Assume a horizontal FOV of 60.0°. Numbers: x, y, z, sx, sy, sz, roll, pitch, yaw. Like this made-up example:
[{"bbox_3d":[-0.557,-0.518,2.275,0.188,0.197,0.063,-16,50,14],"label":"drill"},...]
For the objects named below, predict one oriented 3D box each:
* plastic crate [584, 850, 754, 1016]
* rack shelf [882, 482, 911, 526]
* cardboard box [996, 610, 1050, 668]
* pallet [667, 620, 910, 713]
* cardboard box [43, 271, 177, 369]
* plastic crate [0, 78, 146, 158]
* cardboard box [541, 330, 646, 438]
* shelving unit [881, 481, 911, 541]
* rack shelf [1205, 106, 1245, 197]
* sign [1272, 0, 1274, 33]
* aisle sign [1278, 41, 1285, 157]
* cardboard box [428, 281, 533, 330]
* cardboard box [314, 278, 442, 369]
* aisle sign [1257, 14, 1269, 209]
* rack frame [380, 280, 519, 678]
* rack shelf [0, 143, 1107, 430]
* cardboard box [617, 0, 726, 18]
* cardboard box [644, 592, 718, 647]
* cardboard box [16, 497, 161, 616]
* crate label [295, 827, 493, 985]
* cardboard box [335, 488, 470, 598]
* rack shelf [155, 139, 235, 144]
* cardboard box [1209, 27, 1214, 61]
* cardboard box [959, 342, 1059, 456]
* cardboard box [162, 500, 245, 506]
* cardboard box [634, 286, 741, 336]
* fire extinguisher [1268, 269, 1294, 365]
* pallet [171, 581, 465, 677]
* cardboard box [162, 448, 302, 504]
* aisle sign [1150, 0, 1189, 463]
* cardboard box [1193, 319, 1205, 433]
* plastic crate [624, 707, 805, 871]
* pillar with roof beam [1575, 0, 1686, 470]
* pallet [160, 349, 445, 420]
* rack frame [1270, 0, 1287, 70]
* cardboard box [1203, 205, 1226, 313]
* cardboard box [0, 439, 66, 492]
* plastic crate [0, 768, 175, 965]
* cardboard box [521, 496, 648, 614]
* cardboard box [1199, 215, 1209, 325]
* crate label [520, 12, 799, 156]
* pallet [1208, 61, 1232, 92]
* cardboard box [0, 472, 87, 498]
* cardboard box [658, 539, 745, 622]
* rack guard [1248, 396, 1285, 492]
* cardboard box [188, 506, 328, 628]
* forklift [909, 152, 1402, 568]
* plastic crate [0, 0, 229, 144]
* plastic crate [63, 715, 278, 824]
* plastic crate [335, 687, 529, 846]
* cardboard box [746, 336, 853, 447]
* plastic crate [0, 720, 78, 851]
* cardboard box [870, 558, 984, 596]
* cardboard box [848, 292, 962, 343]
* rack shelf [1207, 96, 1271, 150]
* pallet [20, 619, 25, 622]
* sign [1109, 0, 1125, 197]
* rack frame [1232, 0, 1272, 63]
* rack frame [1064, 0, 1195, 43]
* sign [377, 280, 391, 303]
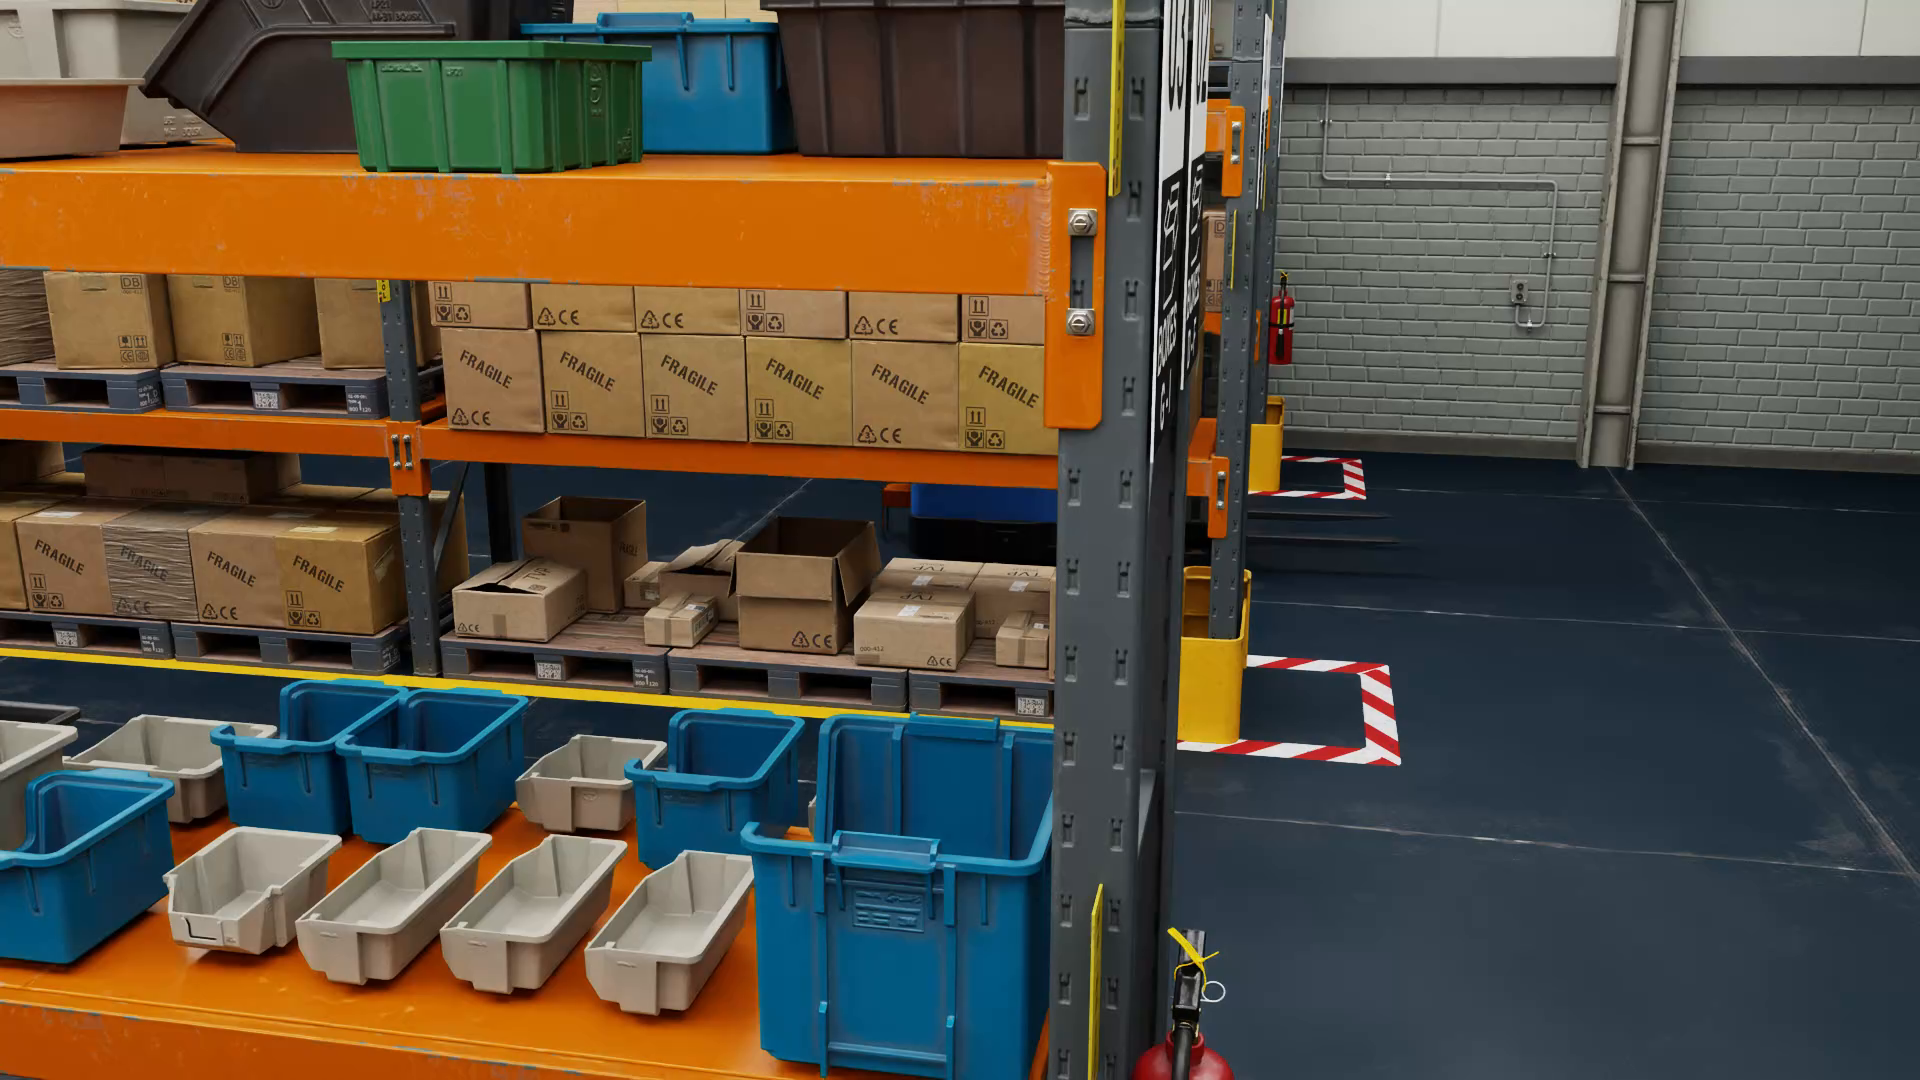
[{"bbox_3d":[-0.534,0.733,3.109,0.243,0.136,0.396,3,16,11],"label":"plastic crate"},{"bbox_3d":[-0.374,-0.241,10.976,0.240,0.259,0.215,2,16,8],"label":"rack shelf"},{"bbox_3d":[0.331,0.479,8.127,0.250,0.166,0.380,3,16,11],"label":"cardboard box"},{"bbox_3d":[-0.756,0.567,8.549,1.213,0.211,1.003,3,16,11],"label":"pallet"},{"bbox_3d":[-4.371,-1.206,8.753,0.500,0.500,0.700,-1,16,-3],"label":"cardboard box"},{"bbox_3d":[-1.773,-0.733,2.893,0.530,0.136,0.437,3,16,11],"label":"plastic crate"},{"bbox_3d":[-1.680,-0.801,8.078,0.500,0.500,0.500,3,16,12],"label":"cardboard box"},{"bbox_3d":[-0.374,-0.519,10.899,0.252,1.050,0.215,2,16,8],"label":"shelving unit"},{"bbox_3d":[-0.668,-1.870,7.853,4.000,0.370,1.077,3,16,11],"label":"rack shelf"},{"bbox_3d":[2.154,-3.654,11.434,0.005,0.325,0.100,3,16,11],"label":"sign"},{"bbox_3d":[2.286,-3.131,11.808,0.004,0.787,0.394,3,16,11],"label":"aisle sign"},{"bbox_3d":[-2.222,-1.309,8.038,0.500,0.500,0.500,4,16,13],"label":"cardboard box"},{"bbox_3d":[-3.048,-1.212,8.774,0.500,0.500,0.700,-2,16,-8],"label":"cardboard box"},{"bbox_3d":[1.298,-1.834,7.124,0.004,0.787,0.394,3,16,11],"label":"aisle sign"},{"bbox_3d":[-2.628,-0.878,8.541,0.127,3.000,1.000,3,16,11],"label":"rack frame"},{"bbox_3d":[-1.659,-0.575,3.176,4.000,0.370,1.077,3,16,11],"label":"rack shelf"},{"bbox_3d":[-1.223,-2.345,7.565,0.500,0.250,0.500,3,16,11],"label":"cardboard box"},{"bbox_3d":[-1.410,0.398,8.419,0.250,0.166,0.380,3,16,11],"label":"cardboard box"},{"bbox_3d":[-4.641,0.082,8.936,0.500,0.500,0.500,3,16,9],"label":"cardboard box"},{"bbox_3d":[-1.093,0.705,3.209,0.243,0.136,0.396,3,16,11],"label":"crate label"},{"bbox_3d":[-3.053,0.025,9.139,0.500,0.500,0.500,2,16,9],"label":"cardboard box"},{"bbox_3d":[-4.588,-2.083,8.621,4.000,0.370,1.077,3,16,11],"label":"rack shelf"},{"bbox_3d":[1.609,-3.688,12.374,0.500,0.250,0.500,4,16,14],"label":"cardboard box"},{"bbox_3d":[0.290,-0.692,7.685,0.500,0.500,0.500,3,16,12],"label":"cardboard box"},{"bbox_3d":[-4.066,-0.029,9.334,0.500,0.500,0.500,3,16,12],"label":"cardboard box"},{"bbox_3d":[-1.213,-1.254,7.841,0.500,0.500,0.500,3,16,9],"label":"cardboard box"},{"bbox_3d":[2.331,-1.615,12.047,0.183,0.674,0.296,3,16,11],"label":"fire extinguisher"},{"bbox_3d":[-3.432,0.433,9.034,1.213,0.211,1.003,3,16,11],"label":"pallet"},{"bbox_3d":[-4.033,-0.389,9.231,0.500,0.250,0.500,3,16,11],"label":"cardboard box"},{"bbox_3d":[0.313,-0.542,2.459,0.004,0.787,0.394,3,16,11],"label":"aisle sign"},{"bbox_3d":[0.910,-0.806,8.094,0.500,0.500,0.500,3,16,12],"label":"cardboard box"},{"bbox_3d":[-0.520,0.548,3.595,0.300,0.233,0.416,3,16,11],"label":"plastic crate"},{"bbox_3d":[4.236,-3.809,7.884,0.400,9.000,9.100,3,16,11],"label":"pillar with roof beam"},{"bbox_3d":[-3.389,-0.856,8.824,1.213,0.211,1.003,3,16,11],"label":"pallet"},{"bbox_3d":[2.275,-4.852,11.651,0.127,3.000,1.000,3,16,11],"label":"rack frame"},{"bbox_3d":[1.774,-2.130,12.501,0.700,0.700,0.980,4,16,14],"label":"cardboard box"},{"bbox_3d":[-5.528,-0.469,9.520,0.500,0.250,0.500,4,16,13],"label":"cardboard box"},{"bbox_3d":[-1.762,0.640,3.263,0.300,0.233,0.416,3,16,11],"label":"plastic crate"},{"bbox_3d":[-2.013,0.071,8.975,0.500,0.500,0.500,3,16,11],"label":"cardboard box"},{"bbox_3d":[0.910,-1.287,7.961,0.500,0.500,0.500,4,16,13],"label":"cardboard box"},{"bbox_3d":[-0.539,-0.877,3.198,0.502,0.251,0.408,3,16,11],"label":"crate label"},{"bbox_3d":[1.546,-3.401,12.196,1.213,0.211,1.003,3,16,11],"label":"pallet"},{"bbox_3d":[-5.077,-0.082,9.527,0.500,0.500,0.500,3,16,9],"label":"cardboard box"},{"bbox_3d":[-1.278,0.202,8.856,0.500,0.311,0.500,3,16,11],"label":"cardboard box"},{"bbox_3d":[2.299,-0.755,12.781,0.348,0.500,1.175,3,16,11],"label":"rack guard"},{"bbox_3d":[-3.651,0.135,8.743,0.500,0.500,0.500,3,16,11],"label":"cardboard box"},{"bbox_3d":[1.241,-1.334,10.317,3.031,2.935,1.130,2,16,8],"label":"forklift"},{"bbox_3d":[-1.809,-0.956,3.429,0.530,0.282,0.437,3,16,11],"label":"plastic crate"},{"bbox_3d":[-1.852,0.530,3.841,0.466,0.136,0.293,3,16,11],"label":"plastic crate"},{"bbox_3d":[-1.165,0.513,3.722,0.300,0.233,0.416,3,16,11],"label":"plastic crate"},{"bbox_3d":[-0.692,-0.747,7.883,0.500,0.500,0.500,3,16,10],"label":"cardboard box"},{"bbox_3d":[-2.159,0.576,3.405,0.530,0.282,0.437,3,16,11],"label":"plastic crate"},{"bbox_3d":[-0.164,0.292,8.646,0.500,0.250,0.500,3,16,11],"label":"cardboard box"},{"bbox_3d":[-0.203,-1.200,7.644,0.500,0.500,0.500,4,16,13],"label":"cardboard box"},{"bbox_3d":[0.316,-3.166,12.532,4.000,0.370,1.077,3,16,11],"label":"rack shelf"},{"bbox_3d":[-5.824,0.303,9.503,1.213,0.211,1.003,3,16,11],"label":"pallet"},{"bbox_3d":[0.207,-0.620,2.187,0.005,0.325,0.100,3,16,11],"label":"sign"},{"bbox_3d":[1.292,-3.556,6.972,0.127,3.000,1.000,3,16,11],"label":"rack frame"},{"bbox_3d":[0.301,-2.260,2.295,0.127,3.000,1.000,3,16,11],"label":"rack frame"},{"bbox_3d":[-2.735,-1.290,7.862,0.005,0.325,0.100,3,16,11],"label":"sign"}]
